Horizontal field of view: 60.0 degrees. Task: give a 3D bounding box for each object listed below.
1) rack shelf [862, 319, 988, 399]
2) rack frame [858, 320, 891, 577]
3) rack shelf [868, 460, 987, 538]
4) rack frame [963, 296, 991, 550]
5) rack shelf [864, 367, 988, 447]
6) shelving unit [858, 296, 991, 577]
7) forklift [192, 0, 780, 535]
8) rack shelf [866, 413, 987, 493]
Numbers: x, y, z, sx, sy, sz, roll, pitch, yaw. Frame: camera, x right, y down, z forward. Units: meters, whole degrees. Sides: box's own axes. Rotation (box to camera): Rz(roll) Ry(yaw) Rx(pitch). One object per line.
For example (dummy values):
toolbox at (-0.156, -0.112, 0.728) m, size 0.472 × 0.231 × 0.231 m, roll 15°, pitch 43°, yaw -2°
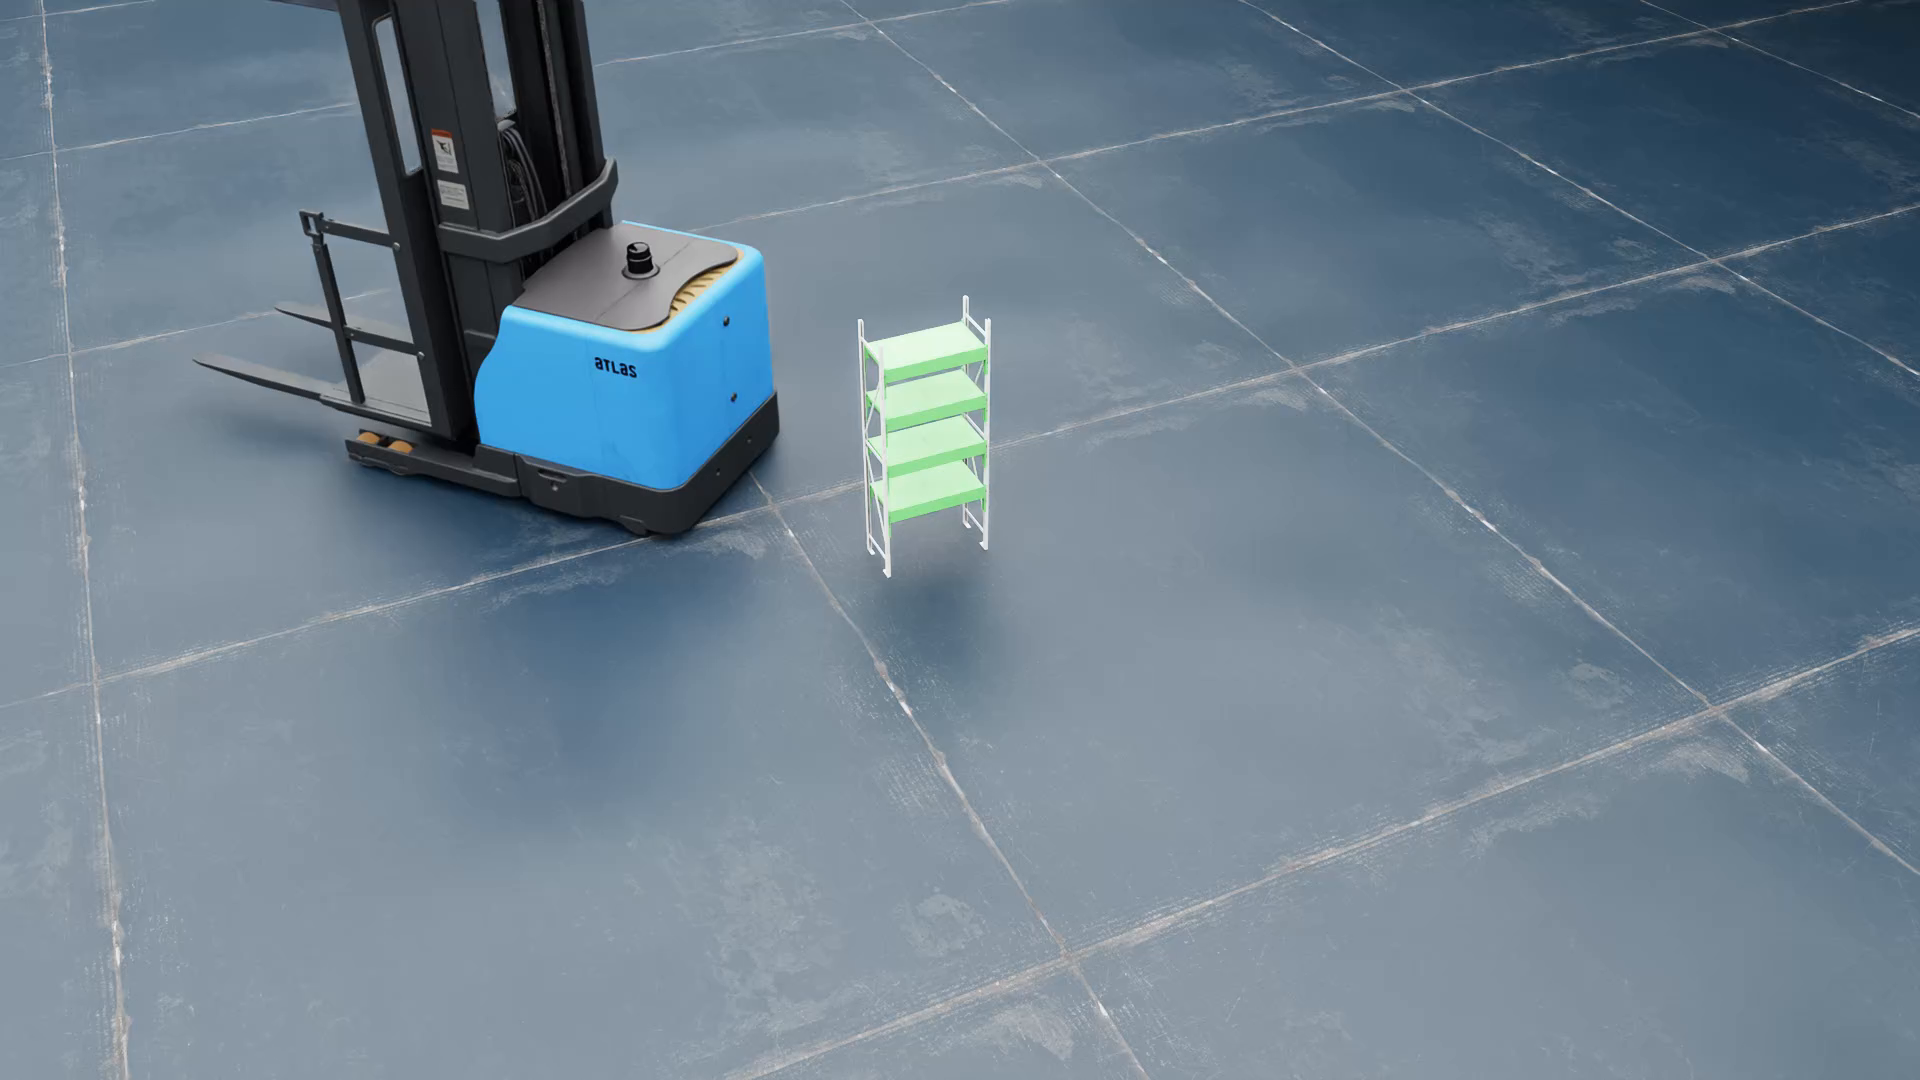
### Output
rack shelf at (-0.150, -0.774, 7.088) m, size 0.480 × 0.148 × 0.258 m, roll -16°, pitch 39°, yaw -20°
rack frame at (-0.371, -0.378, 7.253) m, size 0.015 × 1.200 × 0.240 m, roll -16°, pitch 39°, yaw -20°
rack shelf at (-0.150, -0.196, 7.517) m, size 0.480 × 0.148 × 0.258 m, roll -16°, pitch 39°, yaw -20°
rack frame at (0.071, -0.502, 7.419) m, size 0.015 × 1.200 × 0.240 m, roll -16°, pitch 39°, yaw -20°
rack shelf at (-0.150, -0.581, 7.231) m, size 0.480 × 0.148 × 0.258 m, roll -16°, pitch 39°, yaw -20°
shelving unit at (-0.150, -0.440, 7.336) m, size 0.503 × 1.200 × 0.258 m, roll -16°, pitch 39°, yaw -20°
forklift at (-2.472, -1.769, 7.674) m, size 3.031 × 2.935 × 1.130 m, roll 14°, pitch 39°, yaw 18°
rack shelf at (-0.150, -0.389, 7.374) m, size 0.480 × 0.148 × 0.258 m, roll -16°, pitch 39°, yaw -20°
